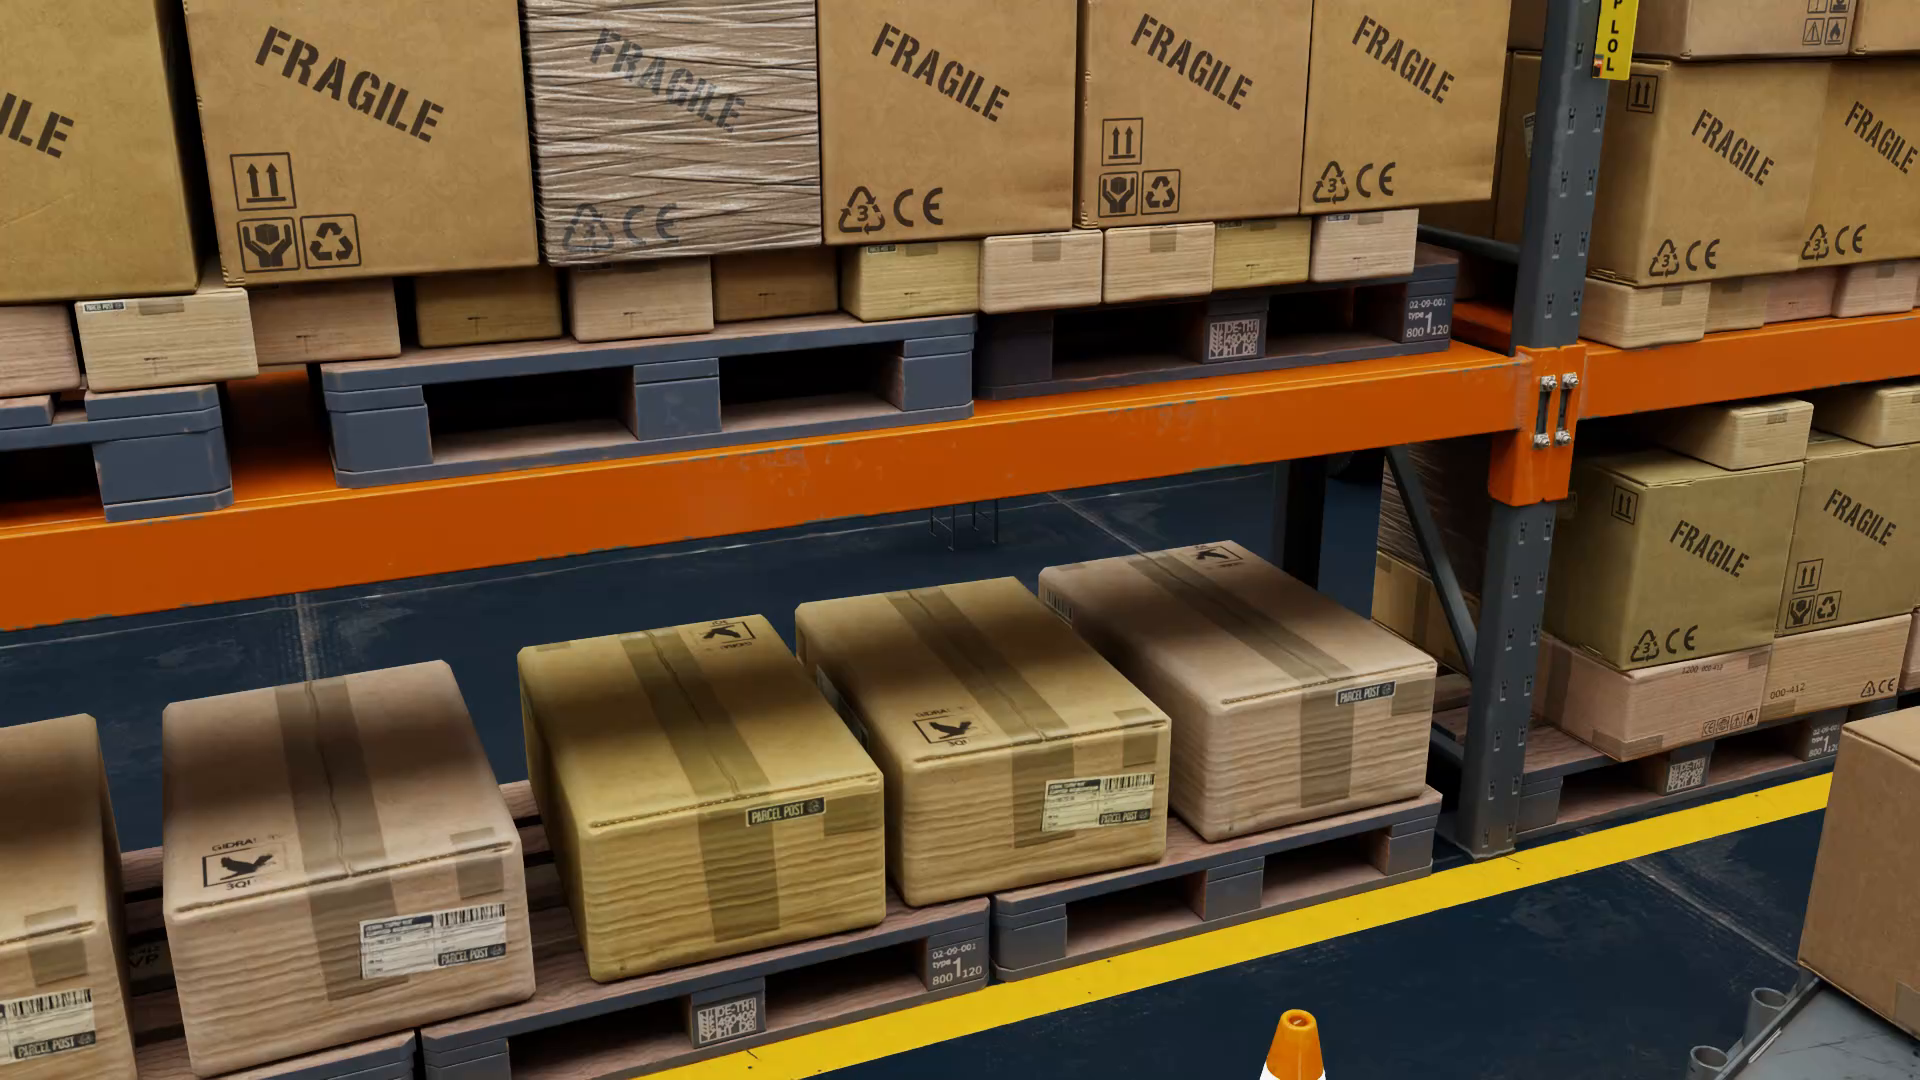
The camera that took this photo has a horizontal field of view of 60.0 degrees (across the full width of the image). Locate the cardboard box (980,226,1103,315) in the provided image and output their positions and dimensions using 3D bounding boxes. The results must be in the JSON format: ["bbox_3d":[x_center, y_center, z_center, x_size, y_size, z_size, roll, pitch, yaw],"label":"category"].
[{"bbox_3d":[0.093,-0.577,3.389,0.250,0.149,0.380,-8,21,-21],"label":"cardboard box"}]

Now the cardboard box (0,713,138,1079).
[{"bbox_3d":[-1.989,0.739,3.232,0.625,0.372,0.950,-10,22,-26],"label":"cardboard box"}]

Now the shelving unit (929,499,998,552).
[{"bbox_3d":[0.013,-0.568,6.328,0.189,1.200,0.258,-8,21,-22],"label":"shelving unit"}]

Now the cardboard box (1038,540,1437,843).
[{"bbox_3d":[0.680,0.354,4.326,0.625,0.372,0.950,-8,21,-21],"label":"cardboard box"}]

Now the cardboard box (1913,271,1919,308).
[{"bbox_3d":[2.493,-0.743,4.493,0.250,0.149,0.380,-8,21,-22],"label":"cardboard box"}]

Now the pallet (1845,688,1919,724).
[{"bbox_3d":[2.885,0.297,5.361,1.213,0.211,1.003,-8,21,-22],"label":"pallet"}]

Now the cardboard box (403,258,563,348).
[{"bbox_3d":[-0.903,-0.480,3.116,0.250,0.149,0.380,-7,21,-20],"label":"cardboard box"}]

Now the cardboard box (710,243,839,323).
[{"bbox_3d":[-0.428,-0.552,3.320,0.250,0.149,0.380,-9,21,-24],"label":"cardboard box"}]

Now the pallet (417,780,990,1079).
[{"bbox_3d":[-0.676,0.822,3.869,1.213,0.211,1.003,-8,21,-22],"label":"pallet"}]

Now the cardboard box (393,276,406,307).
[{"bbox_3d":[-1.111,-0.596,3.443,0.250,0.149,0.380,-8,21,-22],"label":"cardboard box"}]

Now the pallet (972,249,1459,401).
[{"bbox_3d":[0.401,-0.611,4.029,1.213,0.211,1.003,-8,21,-22],"label":"pallet"}]

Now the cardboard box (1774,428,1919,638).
[{"bbox_3d":[2.296,-0.082,4.616,0.500,0.500,0.500,-7,21,-20],"label":"cardboard box"}]

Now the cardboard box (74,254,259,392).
[{"bbox_3d":[-1.337,-0.376,2.819,0.250,0.149,0.380,-8,21,-22],"label":"cardboard box"}]

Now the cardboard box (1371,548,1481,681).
[{"bbox_3d":[1.597,0.182,4.998,0.500,0.250,0.500,-7,21,-19],"label":"cardboard box"}]

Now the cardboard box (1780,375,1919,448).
[{"bbox_3d":[2.419,-0.380,4.487,0.250,0.149,0.380,-7,21,-20],"label":"cardboard box"}]

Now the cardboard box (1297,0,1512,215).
[{"bbox_3d":[0.827,-1.012,3.650,0.500,0.500,0.500,-9,21,-23],"label":"cardboard box"}]

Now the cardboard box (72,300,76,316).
[{"bbox_3d":[-1.873,-0.530,3.257,0.250,0.149,0.380,-8,21,-22],"label":"cardboard box"}]

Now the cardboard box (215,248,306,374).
[{"bbox_3d":[-3.307,-0.989,7.757,0.625,0.625,0.875,-7,21,-20],"label":"cardboard box"}]

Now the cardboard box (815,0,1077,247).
[{"bbox_3d":[-0.104,-0.881,3.276,0.500,0.500,0.500,-7,21,-20],"label":"cardboard box"}]

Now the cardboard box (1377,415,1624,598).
[{"bbox_3d":[1.598,-0.172,4.873,0.500,0.500,0.500,-8,21,-23],"label":"cardboard box"}]

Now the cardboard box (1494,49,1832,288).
[{"bbox_3d":[1.675,-0.918,4.014,0.500,0.500,0.500,-8,21,-22],"label":"cardboard box"}]

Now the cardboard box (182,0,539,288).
[{"bbox_3d":[-1.047,-0.748,2.900,0.500,0.500,0.500,-8,21,-21],"label":"cardboard box"}]

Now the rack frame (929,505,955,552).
[{"bbox_3d":[-0.071,-0.556,6.294,0.006,1.200,0.240,-8,21,-22],"label":"rack frame"}]

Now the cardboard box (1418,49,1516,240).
[{"bbox_3d":[1.470,-1.079,4.472,0.500,0.500,0.500,-9,21,-23],"label":"cardboard box"}]

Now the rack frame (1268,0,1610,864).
[{"bbox_3d":[1.161,-0.758,4.157,0.127,3.000,1.000,-8,21,-22],"label":"rack frame"}]

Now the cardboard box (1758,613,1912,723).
[{"bbox_3d":[2.295,0.272,4.740,0.500,0.250,0.500,-7,21,-19],"label":"cardboard box"}]

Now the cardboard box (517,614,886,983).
[{"bbox_3d":[-0.617,0.541,3.793,0.625,0.372,0.950,-7,21,-20],"label":"cardboard box"}]

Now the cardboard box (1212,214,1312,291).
[{"bbox_3d":[0.548,-0.656,3.614,0.250,0.149,0.380,-9,21,-24],"label":"cardboard box"}]

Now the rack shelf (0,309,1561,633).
[{"bbox_3d":[-0.676,-0.155,3.529,4.000,0.370,1.077,-8,21,-22],"label":"rack shelf"}]

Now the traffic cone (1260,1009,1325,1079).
[{"bbox_3d":[0.577,1.029,2.903,0.334,0.463,0.336,-8,21,-22],"label":"traffic cone"}]

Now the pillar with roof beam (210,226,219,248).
[{"bbox_3d":[-1.936,-3.708,3.503,0.400,9.000,9.100,-8,21,-22],"label":"pillar with roof beam"}]

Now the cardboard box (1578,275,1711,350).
[{"bbox_3d":[1.577,-0.583,4.039,0.250,0.149,0.380,-8,21,-22],"label":"cardboard box"}]

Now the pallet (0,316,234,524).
[{"bbox_3d":[-1.900,-0.267,3.053,1.003,0.211,1.213,-8,21,-22],"label":"pallet"}]

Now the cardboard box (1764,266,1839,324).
[{"bbox_3d":[2.020,-0.676,4.304,0.250,0.149,0.380,-8,21,-22],"label":"cardboard box"}]

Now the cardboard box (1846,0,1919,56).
[{"bbox_3d":[2.128,-1.469,4.073,0.500,0.500,0.700,-8,21,-22],"label":"cardboard box"}]
